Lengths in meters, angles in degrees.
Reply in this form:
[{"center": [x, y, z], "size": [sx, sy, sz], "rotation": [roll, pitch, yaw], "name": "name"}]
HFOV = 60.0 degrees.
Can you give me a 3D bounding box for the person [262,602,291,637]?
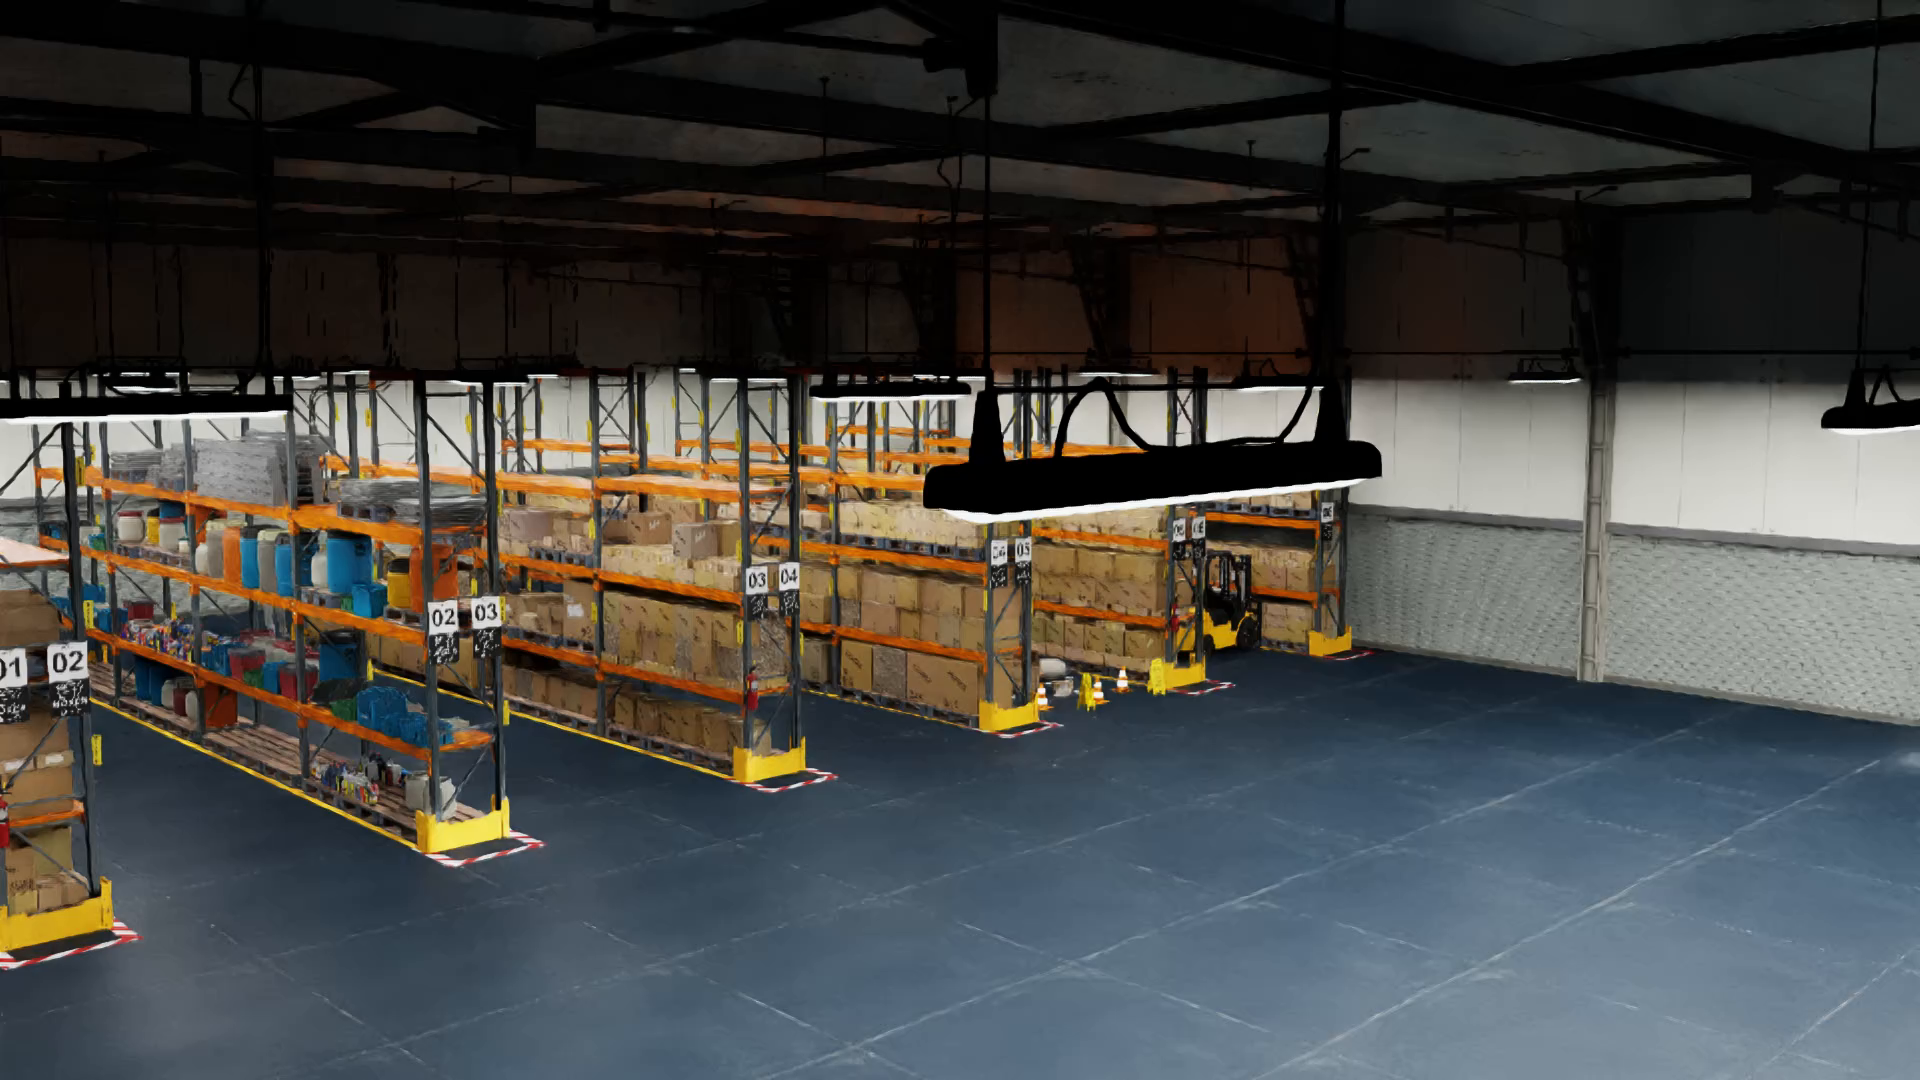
[{"center": [-15.147, 1.326, 36.745], "size": [0.577, 1.746, 0.588], "rotation": [-1, 6, -5], "name": "person"}]
